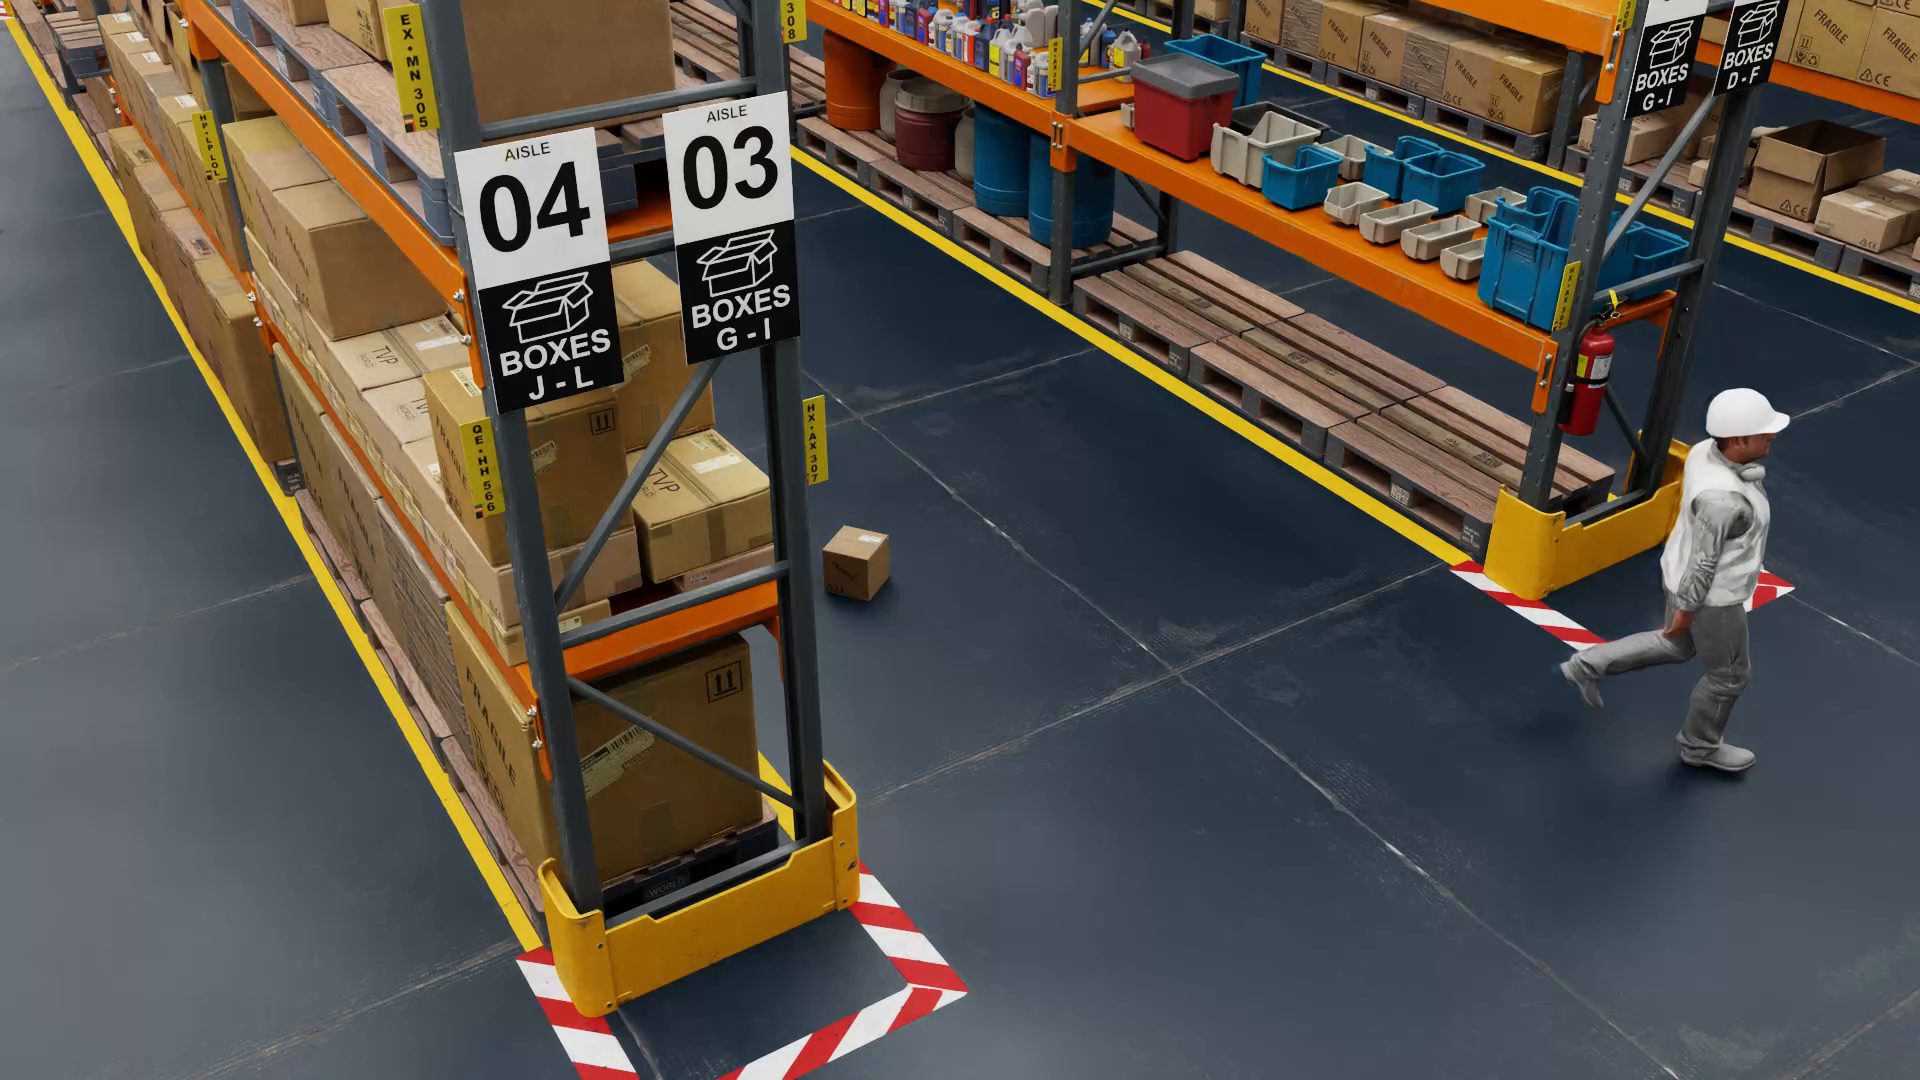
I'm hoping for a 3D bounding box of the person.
[{"bbox_3d":[3.031,0.159,6.845,0.840,1.747,0.529,8,33,12],"label":"person"}]
